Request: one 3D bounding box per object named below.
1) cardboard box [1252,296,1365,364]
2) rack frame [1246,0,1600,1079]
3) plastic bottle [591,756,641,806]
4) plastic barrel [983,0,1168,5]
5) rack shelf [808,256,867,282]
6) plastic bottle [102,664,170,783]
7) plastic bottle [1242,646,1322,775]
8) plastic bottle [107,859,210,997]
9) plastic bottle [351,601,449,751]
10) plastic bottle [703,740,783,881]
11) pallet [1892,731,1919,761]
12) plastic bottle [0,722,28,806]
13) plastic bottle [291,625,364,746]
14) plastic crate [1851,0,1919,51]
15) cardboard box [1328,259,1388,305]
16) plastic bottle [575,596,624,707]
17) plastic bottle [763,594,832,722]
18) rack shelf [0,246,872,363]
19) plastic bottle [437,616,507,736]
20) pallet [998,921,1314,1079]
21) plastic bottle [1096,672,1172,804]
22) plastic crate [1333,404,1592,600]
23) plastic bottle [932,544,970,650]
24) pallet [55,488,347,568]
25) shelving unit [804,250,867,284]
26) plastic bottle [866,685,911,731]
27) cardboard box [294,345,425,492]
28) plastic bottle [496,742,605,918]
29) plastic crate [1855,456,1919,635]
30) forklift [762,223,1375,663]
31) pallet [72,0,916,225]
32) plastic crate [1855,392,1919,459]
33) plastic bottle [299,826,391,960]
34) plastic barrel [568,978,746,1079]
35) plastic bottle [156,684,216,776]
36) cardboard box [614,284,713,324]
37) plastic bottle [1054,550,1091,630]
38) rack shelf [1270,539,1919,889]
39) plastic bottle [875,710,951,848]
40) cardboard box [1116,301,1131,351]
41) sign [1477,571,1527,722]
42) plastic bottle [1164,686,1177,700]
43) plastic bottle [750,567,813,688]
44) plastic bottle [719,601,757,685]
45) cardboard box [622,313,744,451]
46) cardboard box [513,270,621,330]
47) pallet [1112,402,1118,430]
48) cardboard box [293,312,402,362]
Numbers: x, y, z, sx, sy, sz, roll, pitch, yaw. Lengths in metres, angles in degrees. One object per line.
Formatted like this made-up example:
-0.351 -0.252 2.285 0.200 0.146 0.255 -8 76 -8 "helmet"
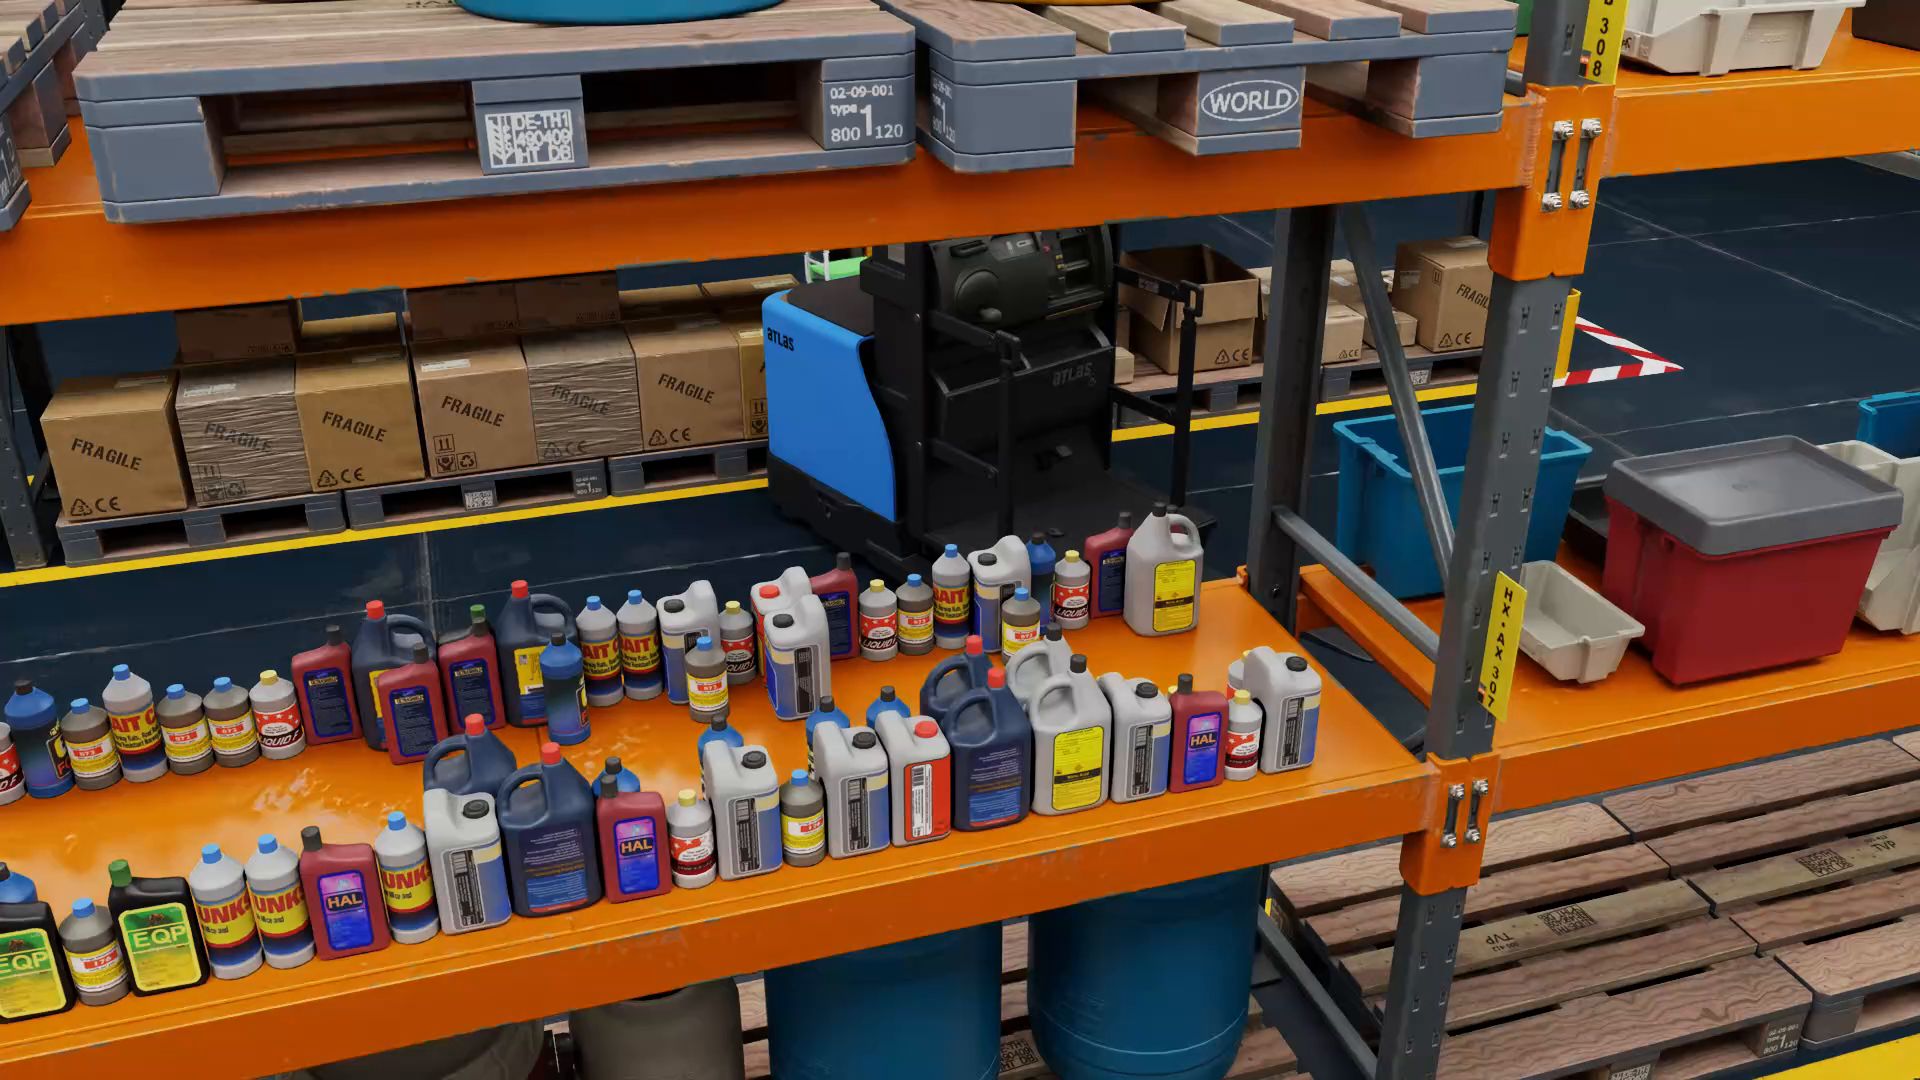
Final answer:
1.922 -1.190 9.372 0.500 0.250 0.500 -8 28 -16 "cardboard box"
1.003 0.124 4.128 0.127 3.000 1.000 -8 28 -16 "rack frame"
-0.695 0.563 3.388 0.097 0.271 0.097 0 26 0 "plastic bottle"
0.198 -1.281 2.900 0.600 0.588 0.600 0 26 0 "plastic barrel"
-0.463 -1.273 8.014 0.480 0.148 0.258 -15 26 -27 "rack shelf"
-1.843 0.402 3.711 0.097 0.271 0.097 0 26 0 "plastic bottle"
0.728 0.370 3.771 0.135 0.276 0.152 -8 28 -16 "plastic bottle"
-1.488 0.709 3.080 0.133 0.283 0.061 -8 28 -16 "plastic bottle"
-1.297 0.299 3.831 0.185 0.351 0.144 -8 28 -16 "plastic bottle"
-0.447 0.540 3.428 0.135 0.276 0.152 -8 28 -16 "plastic bottle"
4.010 0.919 5.662 1.213 0.211 1.003 -8 28 -16 "pallet"
-2.121 0.474 3.646 0.097 0.201 0.097 0 26 0 "plastic bottle"
-1.462 0.333 3.837 0.133 0.283 0.061 -8 28 -16 "plastic bottle"
2.269 -1.217 3.601 0.590 0.269 0.497 -8 28 -16 "plastic crate"
2.195 -1.464 9.923 0.500 0.250 0.500 -8 28 -16 "cardboard box"
-0.868 0.261 3.996 0.097 0.271 0.097 0 26 0 "plastic bottle"
-0.389 0.274 3.965 0.135 0.276 0.152 -8 28 -16 "plastic bottle"
-2.430 -1.374 7.953 4.000 0.370 1.077 -8 28 -16 "rack shelf"
-1.140 0.315 3.873 0.133 0.283 0.061 -8 28 -16 "plastic bottle"
0.256 1.461 4.569 1.213 0.211 1.003 -8 28 -16 "pallet"
0.381 0.420 3.669 0.135 0.276 0.152 -8 28 -16 "plastic bottle"
1.341 -0.105 4.538 0.575 0.384 0.392 -8 28 -16 "plastic crate"
-0.022 0.139 4.242 0.097 0.271 0.097 0 26 0 "plastic bottle"
-3.610 -0.258 8.033 1.213 0.211 1.003 -8 28 -16 "pallet"
-0.449 -0.891 8.177 0.503 1.200 0.258 -15 26 -27 "shelving unit"
-0.155 0.442 3.632 0.097 0.271 0.097 0 26 0 "plastic bottle"
-2.835 -0.581 7.864 0.500 0.500 0.500 -9 28 -17 "cardboard box"
-0.818 0.562 3.300 0.185 0.351 0.144 -8 28 -16 "plastic bottle"
2.512 0.017 4.408 0.530 0.282 0.437 -8 28 -16 "plastic crate"
0.396 -1.096 6.661 1.130 2.935 3.031 -20 33 -34 "forklift"
-0.790 -0.829 2.885 1.213 0.211 1.003 -8 28 -16 "pallet"
2.932 -0.262 5.025 0.300 0.233 0.416 -8 28 -16 "plastic crate"
-1.176 0.664 3.171 0.133 0.283 0.061 -8 28 -16 "plastic bottle"
-0.758 1.255 4.174 0.421 0.512 0.421 0 26 0 "plastic barrel"
-1.751 0.420 3.754 0.097 0.201 0.097 0 26 0 "plastic bottle"
-1.567 -1.007 8.721 0.500 0.500 0.500 -8 27 -15 "cardboard box"
0.291 0.125 4.349 0.097 0.201 0.097 0 26 0 "plastic bottle"
2.904 0.170 4.843 4.000 0.370 1.077 -8 28 -16 "rack shelf"
-0.099 0.490 3.530 0.135 0.276 0.152 -8 28 -16 "plastic bottle"
0.639 -1.266 9.455 0.500 0.311 0.500 -8 28 -16 "cardboard box"
1.171 0.232 3.597 0.005 0.325 0.100 -8 28 -16 "sign"
0.480 0.424 3.747 0.097 0.201 0.097 0 26 0 "plastic bottle"
-0.436 0.209 4.095 0.135 0.276 0.152 -8 28 -16 "plastic bottle"
-0.555 0.247 4.102 0.097 0.201 0.097 0 26 0 "plastic bottle"
-1.381 -0.795 8.295 0.500 0.500 0.500 -8 28 -16 "cardboard box"
-2.014 -1.283 8.435 0.500 0.250 0.500 -8 28 -16 "cardboard box"
0.125 -0.816 9.157 1.213 0.211 1.003 -8 28 -16 "pallet"
-3.022 -0.797 8.299 0.500 0.500 0.500 -9 28 -18 "cardboard box"
